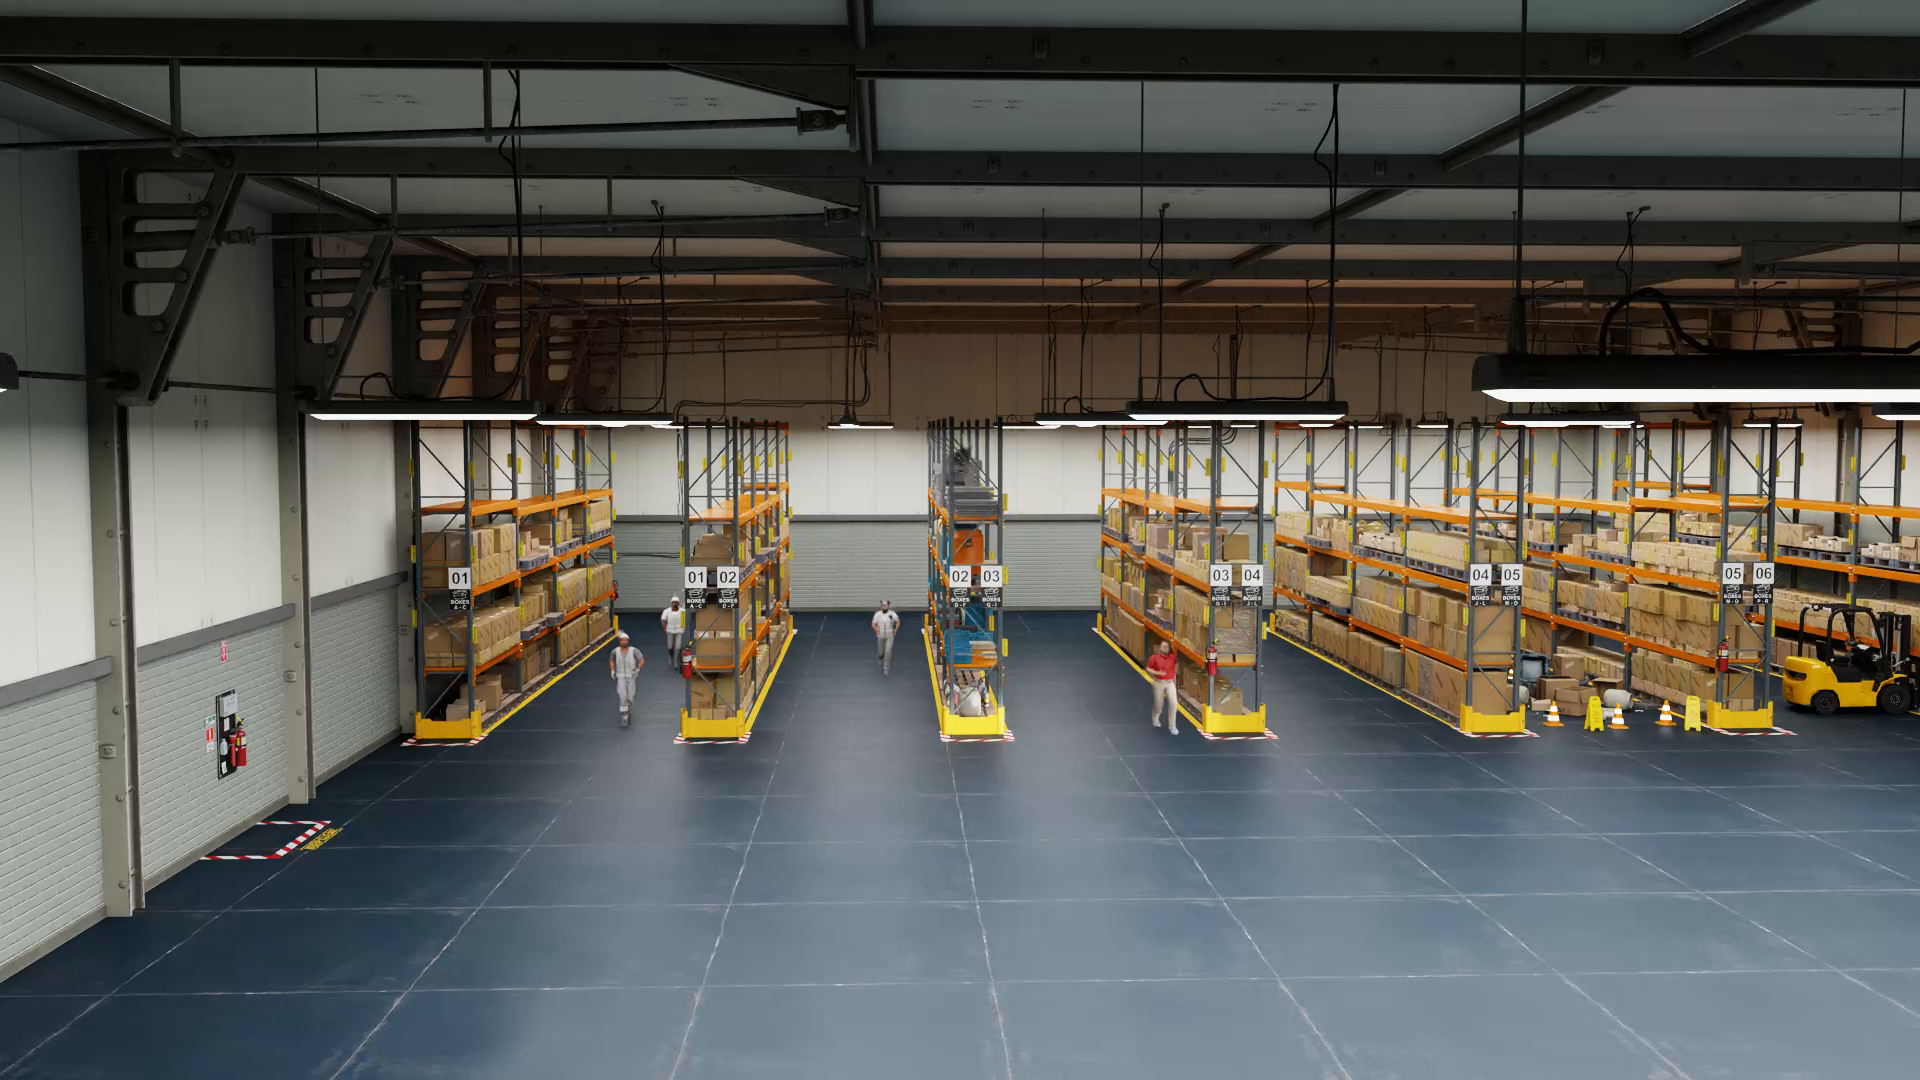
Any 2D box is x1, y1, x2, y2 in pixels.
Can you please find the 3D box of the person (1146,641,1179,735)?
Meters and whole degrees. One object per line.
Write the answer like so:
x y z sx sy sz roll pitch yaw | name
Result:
3.878 2.799 31.761 0.693 1.757 0.935 -1 4 -11 | person

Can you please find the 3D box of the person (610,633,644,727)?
-6.524 2.714 32.584 0.679 1.803 0.798 0 4 -6 | person

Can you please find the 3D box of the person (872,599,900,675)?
-1.756 2.283 39.458 0.670 1.784 0.834 0 4 1 | person

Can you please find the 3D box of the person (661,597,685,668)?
-6.892 2.235 40.229 0.695 1.720 0.594 0 4 -7 | person
